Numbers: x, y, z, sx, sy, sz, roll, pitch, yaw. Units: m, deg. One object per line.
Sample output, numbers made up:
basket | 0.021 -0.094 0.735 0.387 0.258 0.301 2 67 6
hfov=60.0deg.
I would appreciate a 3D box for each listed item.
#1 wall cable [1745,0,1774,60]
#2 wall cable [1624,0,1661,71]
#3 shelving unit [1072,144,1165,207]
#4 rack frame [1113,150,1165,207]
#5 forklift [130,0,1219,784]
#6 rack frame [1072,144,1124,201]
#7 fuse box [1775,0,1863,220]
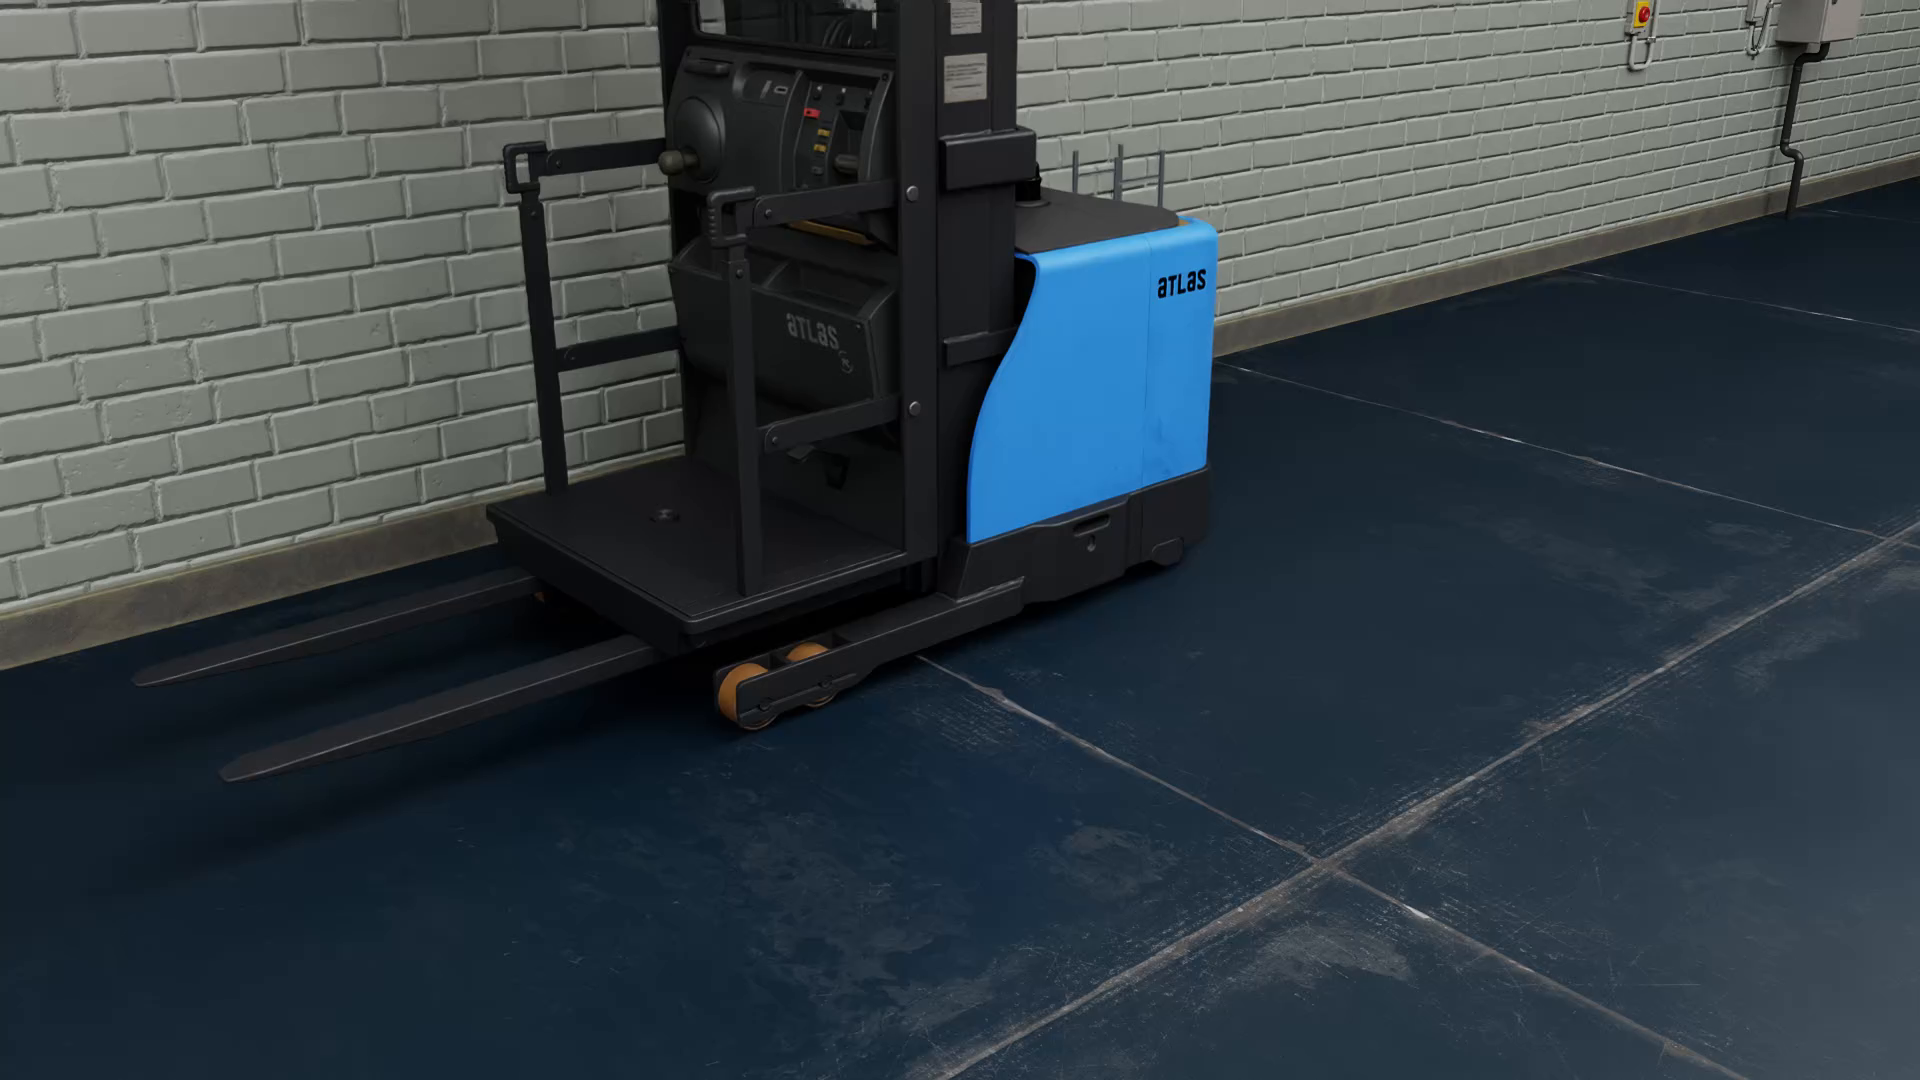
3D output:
wall cable | 4.813 -3.840 9.781 0.588 1.984 0.122 -17 27 -37
wall cable | 3.746 -3.513 8.905 0.585 1.953 0.123 -17 27 -37
shelving unit | 0.522 -0.720 5.676 0.258 1.200 0.189 -19 28 -39
rack frame | 0.584 -0.695 5.614 0.240 1.200 0.006 -19 28 -39
forklift | -0.649 -1.095 4.261 3.031 2.935 1.130 -18 28 -38
rack frame | 0.460 -0.744 5.739 0.240 1.200 0.006 -19 28 -39
fuse box | 5.433 -2.886 10.505 0.539 1.711 0.414 -17 27 -37
